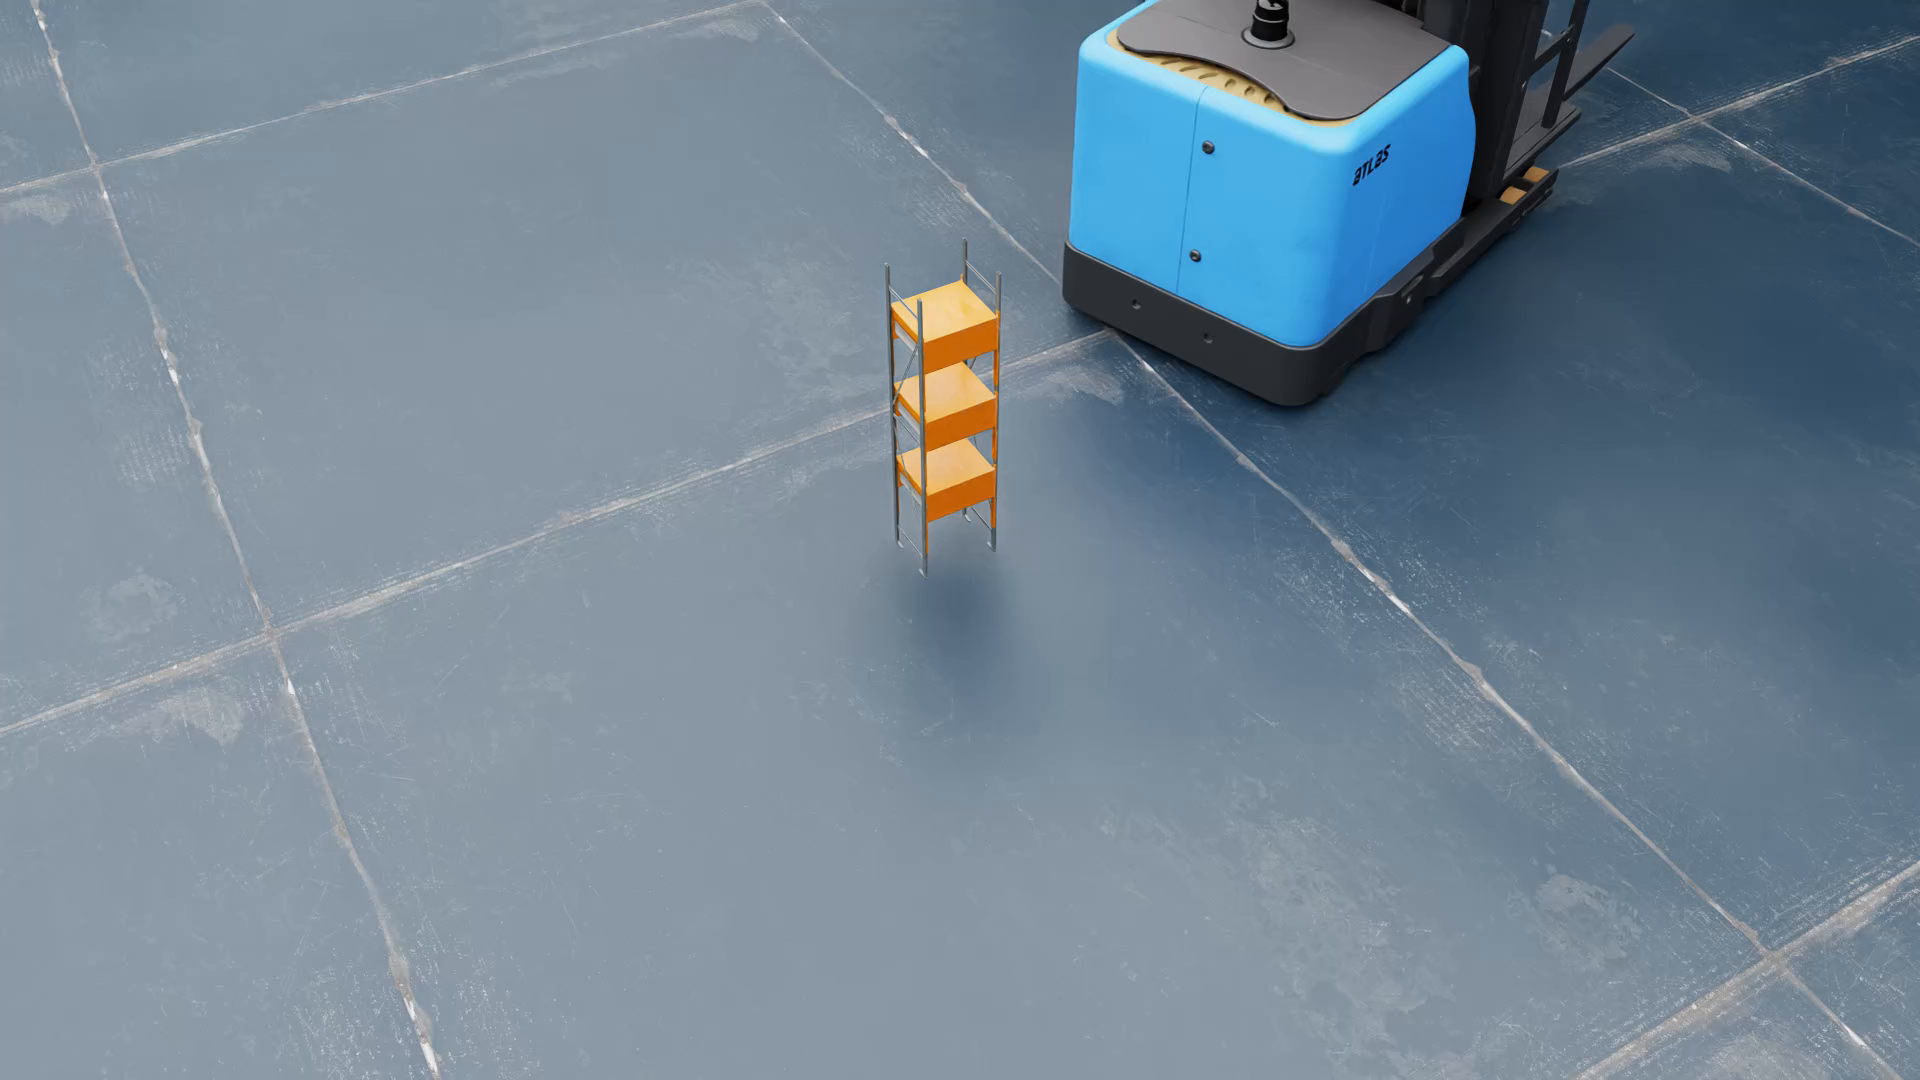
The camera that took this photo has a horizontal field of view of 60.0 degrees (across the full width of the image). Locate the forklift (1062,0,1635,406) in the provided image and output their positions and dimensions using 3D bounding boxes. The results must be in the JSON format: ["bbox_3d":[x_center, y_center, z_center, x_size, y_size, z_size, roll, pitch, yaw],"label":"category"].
[{"bbox_3d":[1.705,-2.462,5.682,1.130,2.935,3.031,30,52,28],"label":"forklift"}]

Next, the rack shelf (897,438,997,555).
[{"bbox_3d":[-0.046,-0.151,5.066,0.240,0.259,0.215,-22,48,-21],"label":"rack shelf"}]

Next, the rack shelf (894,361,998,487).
[{"bbox_3d":[-0.046,-0.351,4.873,0.240,0.259,0.215,-22,48,-21],"label":"rack shelf"}]

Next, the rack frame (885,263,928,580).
[{"bbox_3d":[-0.152,-0.316,4.822,0.008,1.050,0.200,-22,48,-21],"label":"rack frame"}]

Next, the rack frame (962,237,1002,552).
[{"bbox_3d":[0.059,-0.401,4.909,0.008,1.050,0.200,-22,48,-21],"label":"rack frame"}]

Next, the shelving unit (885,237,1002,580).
[{"bbox_3d":[-0.046,-0.358,4.865,0.252,1.050,0.215,-22,48,-21],"label":"shelving unit"}]

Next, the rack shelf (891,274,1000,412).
[{"bbox_3d":[-0.046,-0.554,4.675,0.240,0.259,0.215,-22,48,-21],"label":"rack shelf"}]
